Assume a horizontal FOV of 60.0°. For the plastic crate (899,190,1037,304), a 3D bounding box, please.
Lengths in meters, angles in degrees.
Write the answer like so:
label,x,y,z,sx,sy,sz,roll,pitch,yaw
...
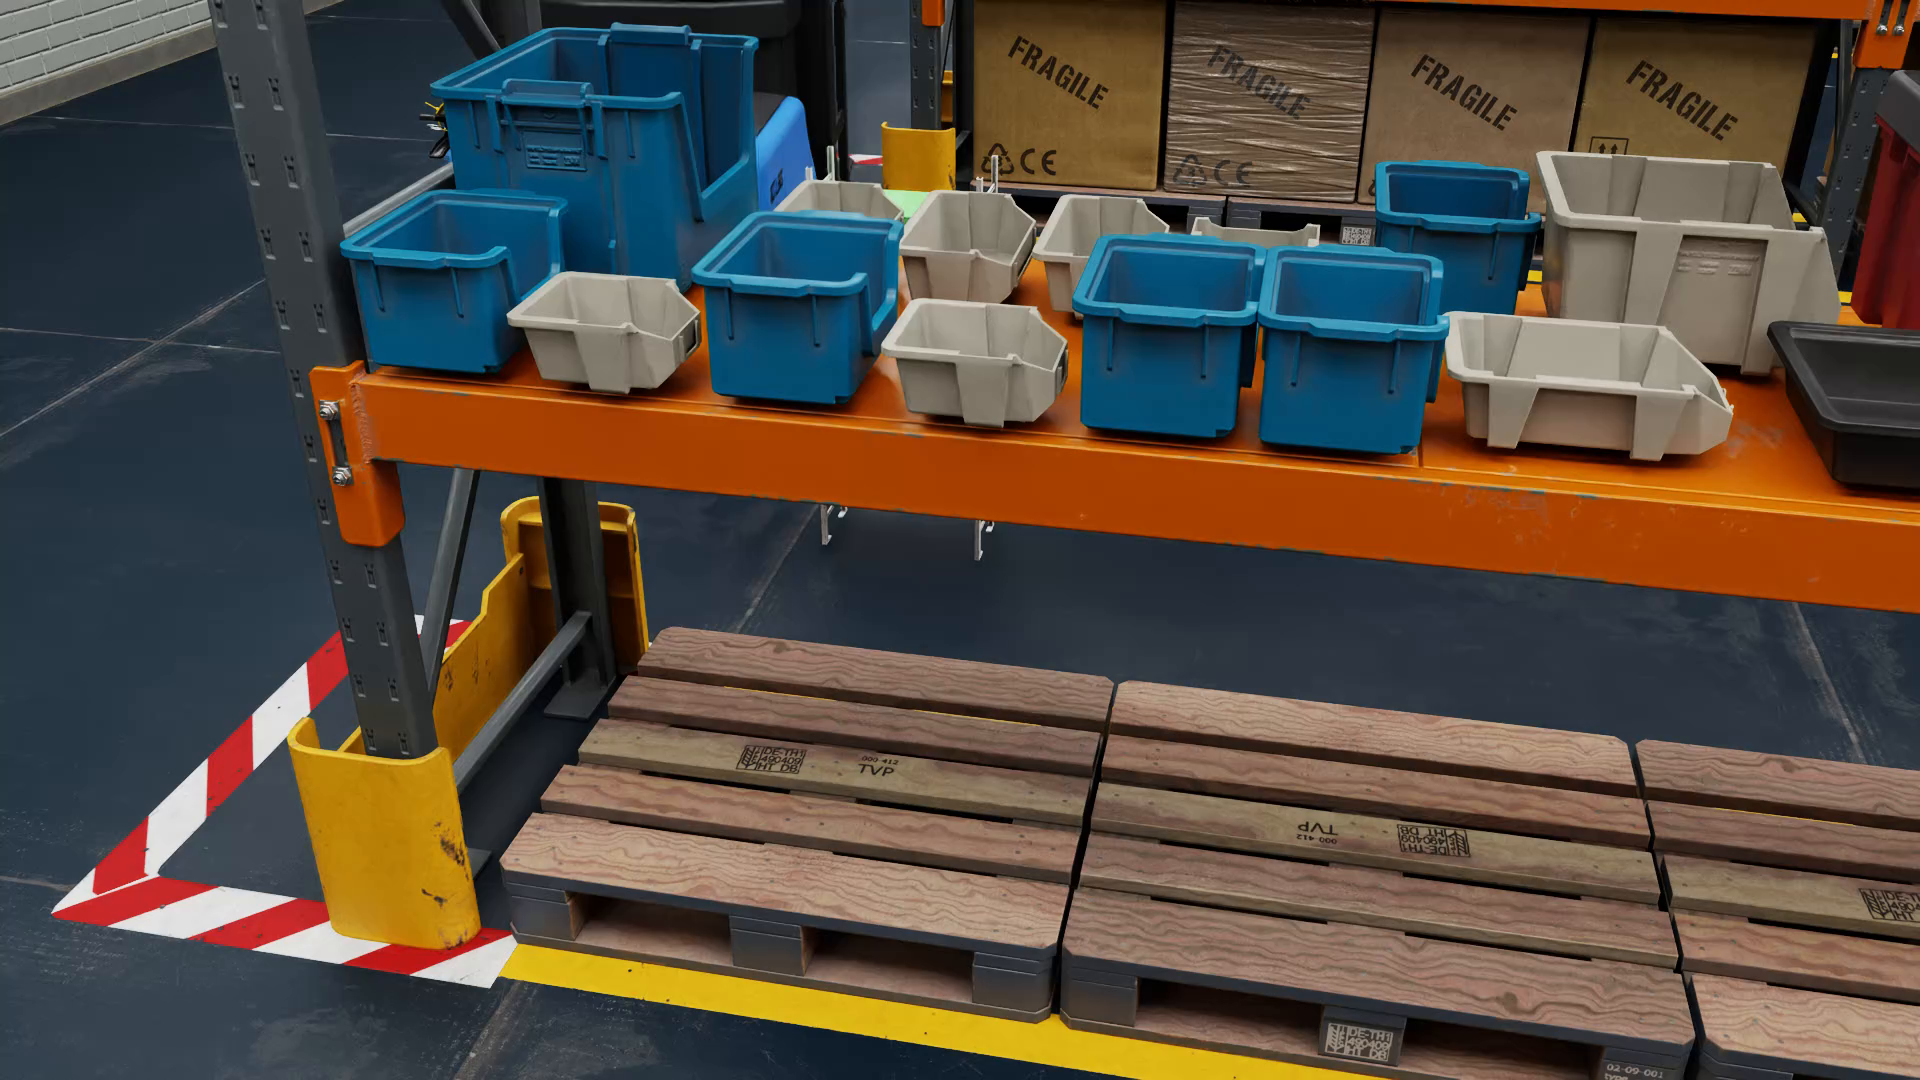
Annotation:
label,x,y,z,sx,sy,sz,roll,pitch,yaw
plastic crate,0.018,-0.590,3.415,0.243,0.136,0.396,6,29,11

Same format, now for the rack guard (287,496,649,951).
label,x,y,z,sx,sy,sz,roll,pitch,yaw
rack guard,-1.124,0.389,4.020,0.348,0.500,1.175,6,29,11

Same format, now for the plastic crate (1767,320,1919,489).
label,x,y,z,sx,sy,sz,roll,pitch,yaw
plastic crate,1.663,-0.202,2.720,0.590,0.125,0.437,6,29,11

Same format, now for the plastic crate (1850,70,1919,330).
label,x,y,z,sx,sy,sz,roll,pitch,yaw
plastic crate,1.993,-0.572,3.042,0.583,0.464,0.402,6,29,11

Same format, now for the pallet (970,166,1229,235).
label,x,y,z,sx,sy,sz,roll,pitch,yaw
pallet,0.735,-1.771,8.265,1.213,0.211,1.003,6,29,11

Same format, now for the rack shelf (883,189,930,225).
label,x,y,z,sx,sy,sz,roll,pitch,yaw
rack shelf,-0.162,-0.908,4.792,0.480,0.148,0.258,6,29,11

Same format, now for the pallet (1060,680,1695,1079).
label,x,y,z,sx,sy,sz,roll,pitch,yaw
pallet,0.890,0.736,3.686,1.213,0.211,1.003,6,29,11

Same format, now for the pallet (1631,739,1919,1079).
label,x,y,z,sx,sy,sz,roll,pitch,yaw
pallet,2.087,0.857,3.464,1.213,0.211,1.003,6,29,11

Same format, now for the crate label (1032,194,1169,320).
label,x,y,z,sx,sy,sz,roll,pitch,yaw
crate label,0.295,-0.573,3.385,0.243,0.136,0.396,6,29,11

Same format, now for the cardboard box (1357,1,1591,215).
label,x,y,z,sx,sy,sz,roll,pitch,yaw
cardboard box,2.339,-2.083,7.706,0.875,0.875,0.875,6,29,11

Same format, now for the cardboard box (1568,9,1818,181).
label,x,y,z,sx,sy,sz,roll,pitch,yaw
cardboard box,3.220,-1.992,7.541,0.875,0.875,0.875,6,29,11

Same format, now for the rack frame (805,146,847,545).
label,x,y,z,sx,sy,sz,roll,pitch,yaw
rack frame,-0.401,-0.567,5.037,0.015,1.200,0.240,6,29,11

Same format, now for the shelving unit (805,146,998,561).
label,x,y,z,sx,sy,sz,roll,pitch,yaw
shelving unit,-0.162,-0.543,4.992,0.503,1.200,0.258,6,29,11

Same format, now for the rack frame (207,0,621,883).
label,x,y,z,sx,sy,sz,roll,pitch,yaw
rack frame,-1.098,-0.711,3.426,0.127,3.000,1.000,6,29,11

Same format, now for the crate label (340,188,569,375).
label,x,y,z,sx,sy,sz,roll,pitch,yaw
crate label,-0.925,-0.485,3.124,0.303,0.233,0.416,6,29,11

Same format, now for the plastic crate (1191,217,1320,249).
label,x,y,z,sx,sy,sz,roll,pitch,yaw
plastic crate,0.589,-0.552,3.347,0.250,0.136,0.298,6,29,11

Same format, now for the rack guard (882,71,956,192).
label,x,y,z,sx,sy,sz,roll,pitch,yaw
rack guard,-0.087,-1.944,8.279,0.348,0.500,1.175,6,29,11

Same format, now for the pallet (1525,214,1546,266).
label,x,y,z,sx,sy,sz,roll,pitch,yaw
pallet,3.121,-1.526,7.818,1.213,0.211,1.003,6,29,11

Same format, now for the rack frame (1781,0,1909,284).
label,x,y,z,sx,sy,sz,roll,pitch,yaw
rack frame,3.848,-2.636,6.942,0.127,3.000,1.000,6,29,11

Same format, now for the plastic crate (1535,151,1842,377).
label,x,y,z,sx,sy,sz,roll,pitch,yaw
plastic crate,1.359,-0.524,3.145,0.530,0.282,0.437,6,29,11

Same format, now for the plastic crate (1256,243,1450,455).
label,x,y,z,sx,sy,sz,roll,pitch,yaw
plastic crate,0.656,-0.323,2.828,0.300,0.233,0.416,6,29,11

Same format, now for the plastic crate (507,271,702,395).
label,x,y,z,sx,sy,sz,roll,pitch,yaw
plastic crate,-0.629,-0.372,3.018,0.298,0.136,0.250,6,29,11

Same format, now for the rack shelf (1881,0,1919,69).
label,x,y,z,sx,sy,sz,roll,pitch,yaw
rack shelf,5.804,-2.120,6.748,4.000,0.370,1.077,6,29,11

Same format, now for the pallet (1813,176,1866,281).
label,x,y,z,sx,sy,sz,roll,pitch,yaw
pallet,4.619,-1.371,7.535,1.213,0.211,1.003,6,29,11

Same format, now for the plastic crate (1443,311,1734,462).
label,x,y,z,sx,sy,sz,roll,pitch,yaw
plastic crate,1.048,-0.254,2.803,0.466,0.136,0.293,6,29,11

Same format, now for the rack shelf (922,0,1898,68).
label,x,y,z,sx,sy,sz,roll,pitch,yaw
rack shelf,1.892,-2.521,7.481,4.000,0.370,1.077,6,29,11

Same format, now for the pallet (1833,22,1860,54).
label,x,y,z,sx,sy,sz,roll,pitch,yaw
pallet,5.745,-3.655,11.707,1.213,0.211,1.003,6,29,11

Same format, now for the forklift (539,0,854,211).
label,x,y,z,sx,sy,sz,roll,pitch,yaw
forklift,-1.002,-2.277,6.358,1.130,2.935,3.031,2,29,4

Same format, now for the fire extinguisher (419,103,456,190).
label,x,y,z,sx,sy,sz,roll,pitch,yaw
fire extinguisher,-1.150,-0.743,3.952,0.183,0.674,0.296,6,29,11

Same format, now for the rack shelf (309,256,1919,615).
label,x,y,z,sx,sy,sz,roll,pitch,yaw
rack shelf,0.858,-0.195,3.232,4.000,0.370,1.077,6,29,11

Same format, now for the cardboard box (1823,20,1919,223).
label,x,y,z,sx,sy,sz,roll,pitch,yaw
cardboard box,4.478,-1.834,7.251,0.875,0.875,1.225,6,29,11

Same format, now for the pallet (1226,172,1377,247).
label,x,y,z,sx,sy,sz,roll,pitch,yaw
pallet,1.924,-1.648,8.040,1.213,0.211,1.003,6,29,11

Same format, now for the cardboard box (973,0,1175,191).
label,x,y,z,sx,sy,sz,roll,pitch,yaw
cardboard box,0.579,-2.263,8.035,0.875,0.875,0.875,6,29,11

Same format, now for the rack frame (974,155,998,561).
label,x,y,z,sx,sy,sz,roll,pitch,yaw
rack frame,0.077,-0.518,4.948,0.015,1.200,0.240,6,29,11

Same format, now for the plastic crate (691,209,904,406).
label,x,y,z,sx,sy,sz,roll,pitch,yaw
plastic crate,-0.281,-0.419,3.004,0.300,0.233,0.416,6,29,11

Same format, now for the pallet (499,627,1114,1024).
label,x,y,z,sx,sy,sz,roll,pitch,yaw
pallet,-0.299,0.613,3.911,1.213,0.211,1.003,6,29,11

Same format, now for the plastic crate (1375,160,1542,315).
label,x,y,z,sx,sy,sz,roll,pitch,yaw
plastic crate,0.964,-0.579,3.296,0.300,0.233,0.416,6,29,11

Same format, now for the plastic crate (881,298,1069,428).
label,x,y,z,sx,sy,sz,roll,pitch,yaw
plastic crate,0.035,-0.304,2.893,0.298,0.136,0.250,6,29,11

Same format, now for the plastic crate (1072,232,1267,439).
label,x,y,z,sx,sy,sz,roll,pitch,yaw
plastic crate,0.363,-0.353,2.883,0.300,0.233,0.416,6,29,11

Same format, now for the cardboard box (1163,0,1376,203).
label,x,y,z,sx,sy,sz,roll,pitch,yaw
cardboard box,1.469,-2.172,7.869,0.875,0.875,0.875,6,29,11

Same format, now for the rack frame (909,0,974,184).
label,x,y,z,sx,sy,sz,roll,pitch,yaw
rack frame,-0.063,-3.038,7.675,0.127,3.000,1.000,6,29,11

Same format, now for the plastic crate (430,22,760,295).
label,x,y,z,sx,sy,sz,roll,pitch,yaw
plastic crate,-0.731,-0.807,3.502,0.499,0.435,0.616,6,29,11

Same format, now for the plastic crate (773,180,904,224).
label,x,y,z,sx,sy,sz,roll,pitch,yaw
plastic crate,-0.262,-0.625,3.481,0.243,0.136,0.396,6,29,11

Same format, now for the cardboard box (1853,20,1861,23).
label,x,y,z,sx,sy,sz,roll,pitch,yaw
cardboard box,6.168,-3.792,11.219,0.500,0.500,0.500,7,30,13
